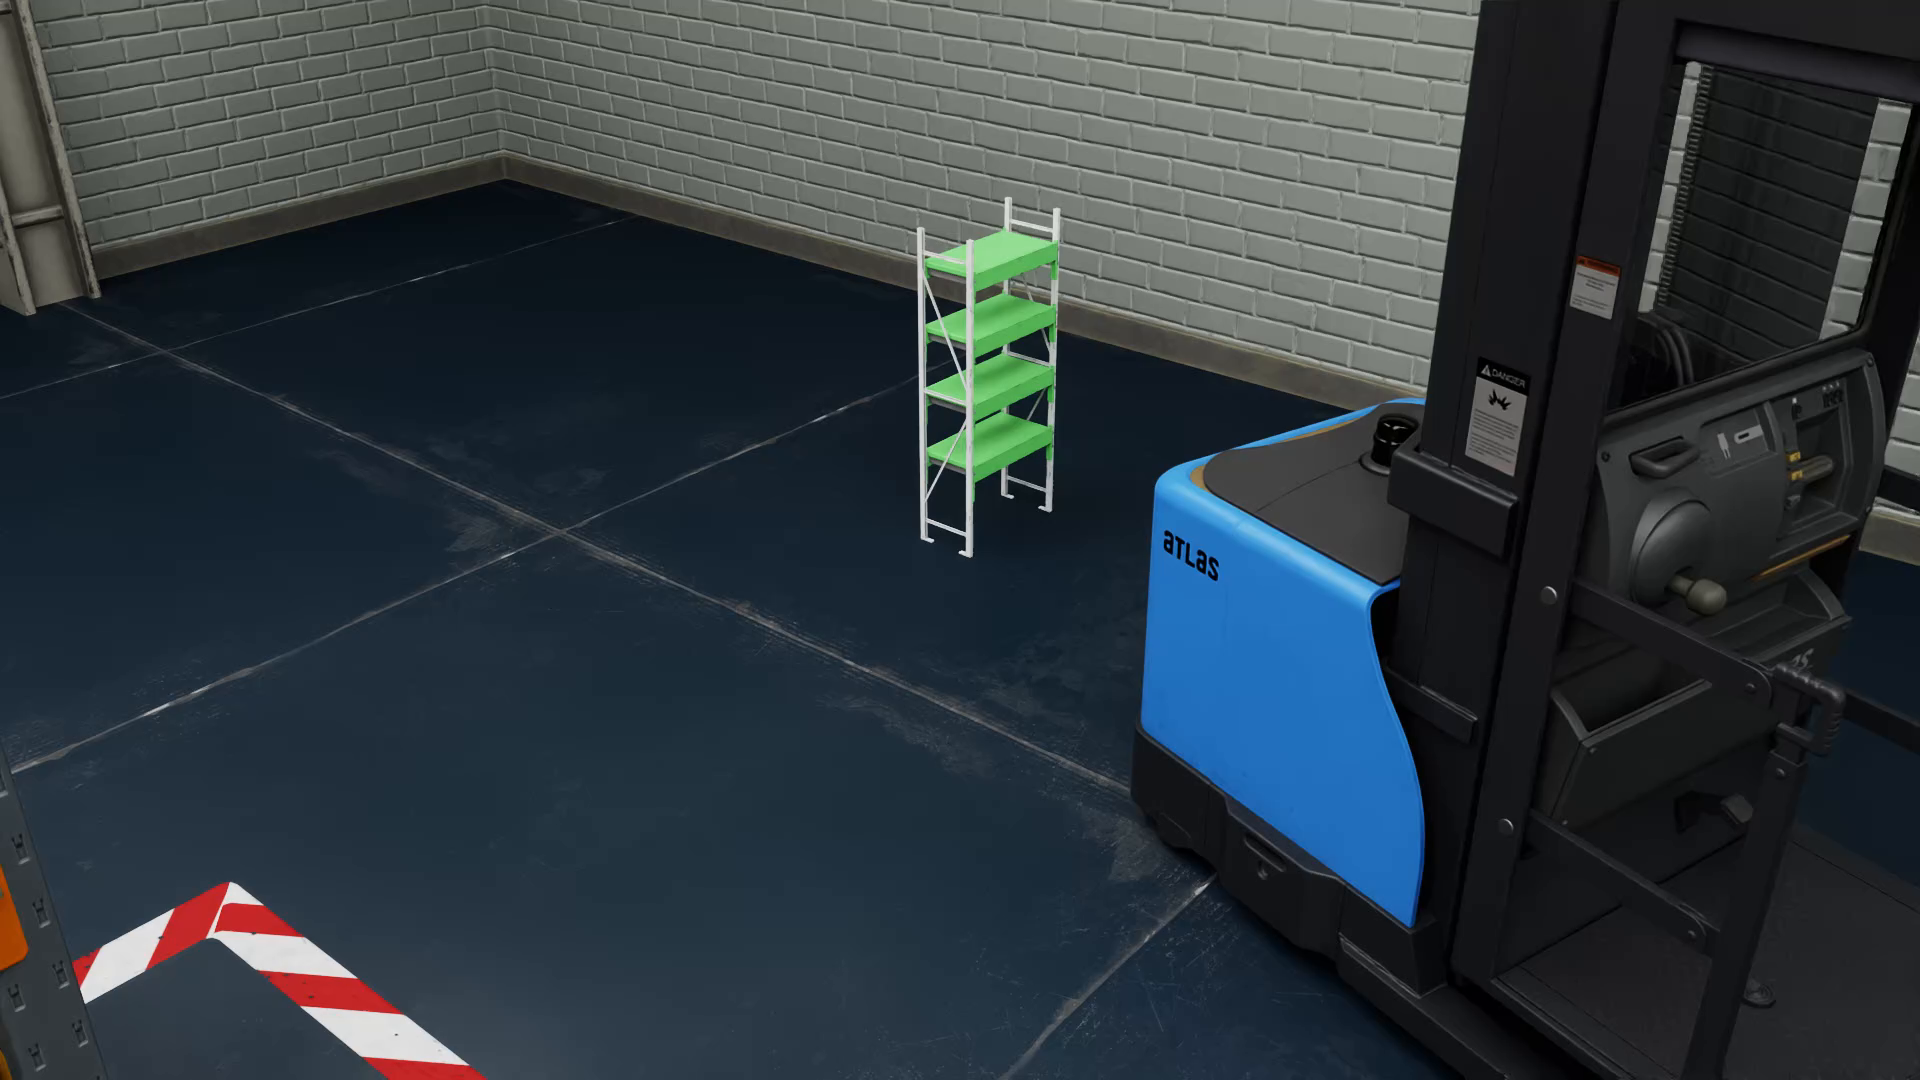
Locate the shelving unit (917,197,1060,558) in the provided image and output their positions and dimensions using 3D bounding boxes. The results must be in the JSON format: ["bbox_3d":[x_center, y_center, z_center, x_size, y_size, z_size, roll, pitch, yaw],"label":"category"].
[{"bbox_3d":[0.105,-0.592,6.088,0.258,1.200,0.503,21,34,34],"label":"shelving unit"}]

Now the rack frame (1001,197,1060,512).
[{"bbox_3d":[0.261,-0.678,6.255,0.240,1.200,0.015,21,34,34],"label":"rack frame"}]

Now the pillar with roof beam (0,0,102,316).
[{"bbox_3d":[-1.420,-3.993,4.176,9.100,9.000,0.400,21,34,34],"label":"pillar with roof beam"}]

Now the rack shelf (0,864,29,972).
[{"bbox_3d":[-3.239,1.098,1.646,1.077,0.370,4.000,21,34,34],"label":"rack shelf"}]

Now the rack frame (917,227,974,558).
[{"bbox_3d":[-0.050,-0.505,5.921,0.240,1.200,0.015,21,34,34],"label":"rack frame"}]

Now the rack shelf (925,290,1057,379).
[{"bbox_3d":[0.105,-0.748,6.007,0.258,0.148,0.480,21,34,34],"label":"rack shelf"}]

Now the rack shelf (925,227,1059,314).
[{"bbox_3d":[0.105,-0.961,5.897,0.258,0.148,0.480,21,34,34],"label":"rack shelf"}]

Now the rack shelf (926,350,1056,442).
[{"bbox_3d":[0.105,-0.535,6.117,0.258,0.148,0.480,21,34,34],"label":"rack shelf"}]

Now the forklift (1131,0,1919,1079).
[{"bbox_3d":[1.715,-0.085,3.224,1.130,2.935,3.031,-17,32,-29],"label":"forklift"}]

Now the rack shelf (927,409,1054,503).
[{"bbox_3d":[0.105,-0.322,6.227,0.258,0.148,0.480,21,34,34],"label":"rack shelf"}]
